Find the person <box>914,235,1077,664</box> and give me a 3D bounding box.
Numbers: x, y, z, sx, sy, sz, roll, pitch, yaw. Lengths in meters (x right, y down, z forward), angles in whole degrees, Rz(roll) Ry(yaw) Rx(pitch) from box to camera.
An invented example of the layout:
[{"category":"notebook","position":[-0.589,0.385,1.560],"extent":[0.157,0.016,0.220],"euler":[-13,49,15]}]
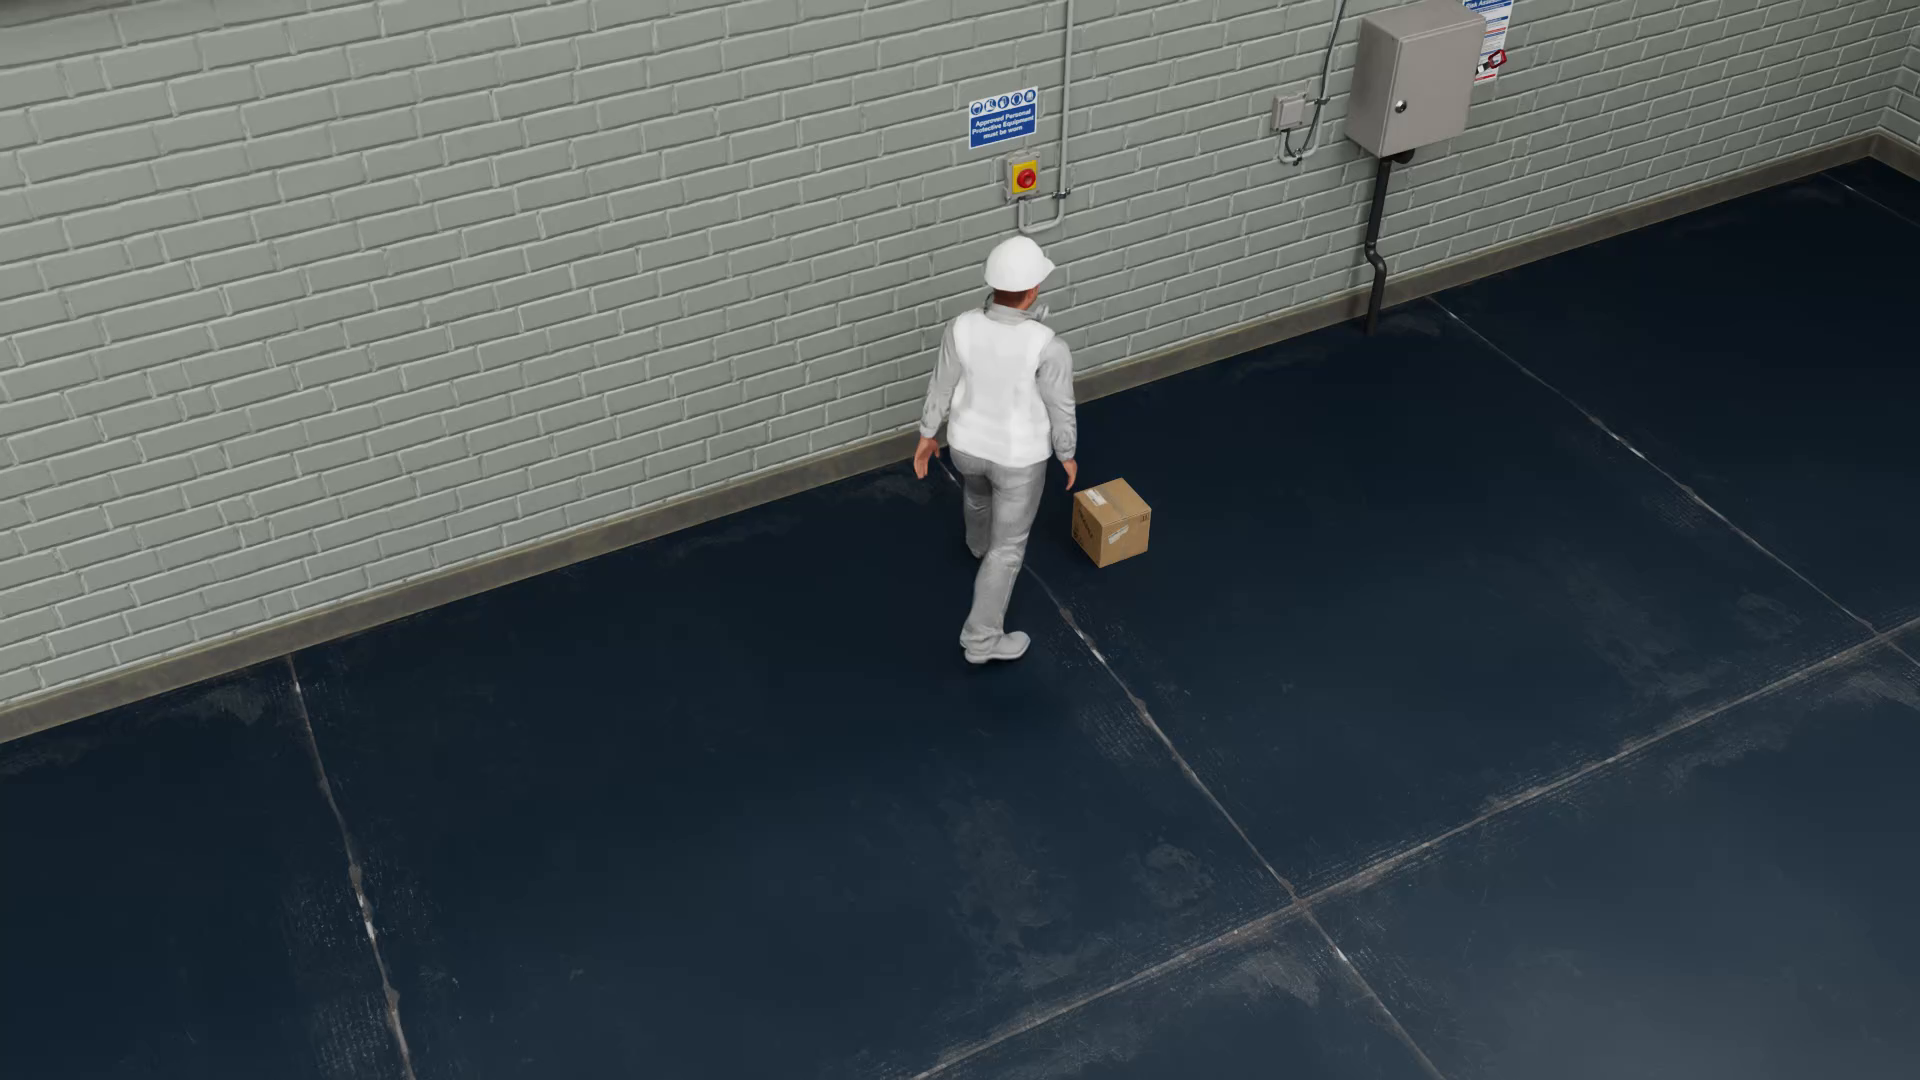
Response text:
[{"category":"person","position":[0.174,-0.403,6.613],"extent":[0.611,1.735,0.924],"euler":[20,45,21]}]
